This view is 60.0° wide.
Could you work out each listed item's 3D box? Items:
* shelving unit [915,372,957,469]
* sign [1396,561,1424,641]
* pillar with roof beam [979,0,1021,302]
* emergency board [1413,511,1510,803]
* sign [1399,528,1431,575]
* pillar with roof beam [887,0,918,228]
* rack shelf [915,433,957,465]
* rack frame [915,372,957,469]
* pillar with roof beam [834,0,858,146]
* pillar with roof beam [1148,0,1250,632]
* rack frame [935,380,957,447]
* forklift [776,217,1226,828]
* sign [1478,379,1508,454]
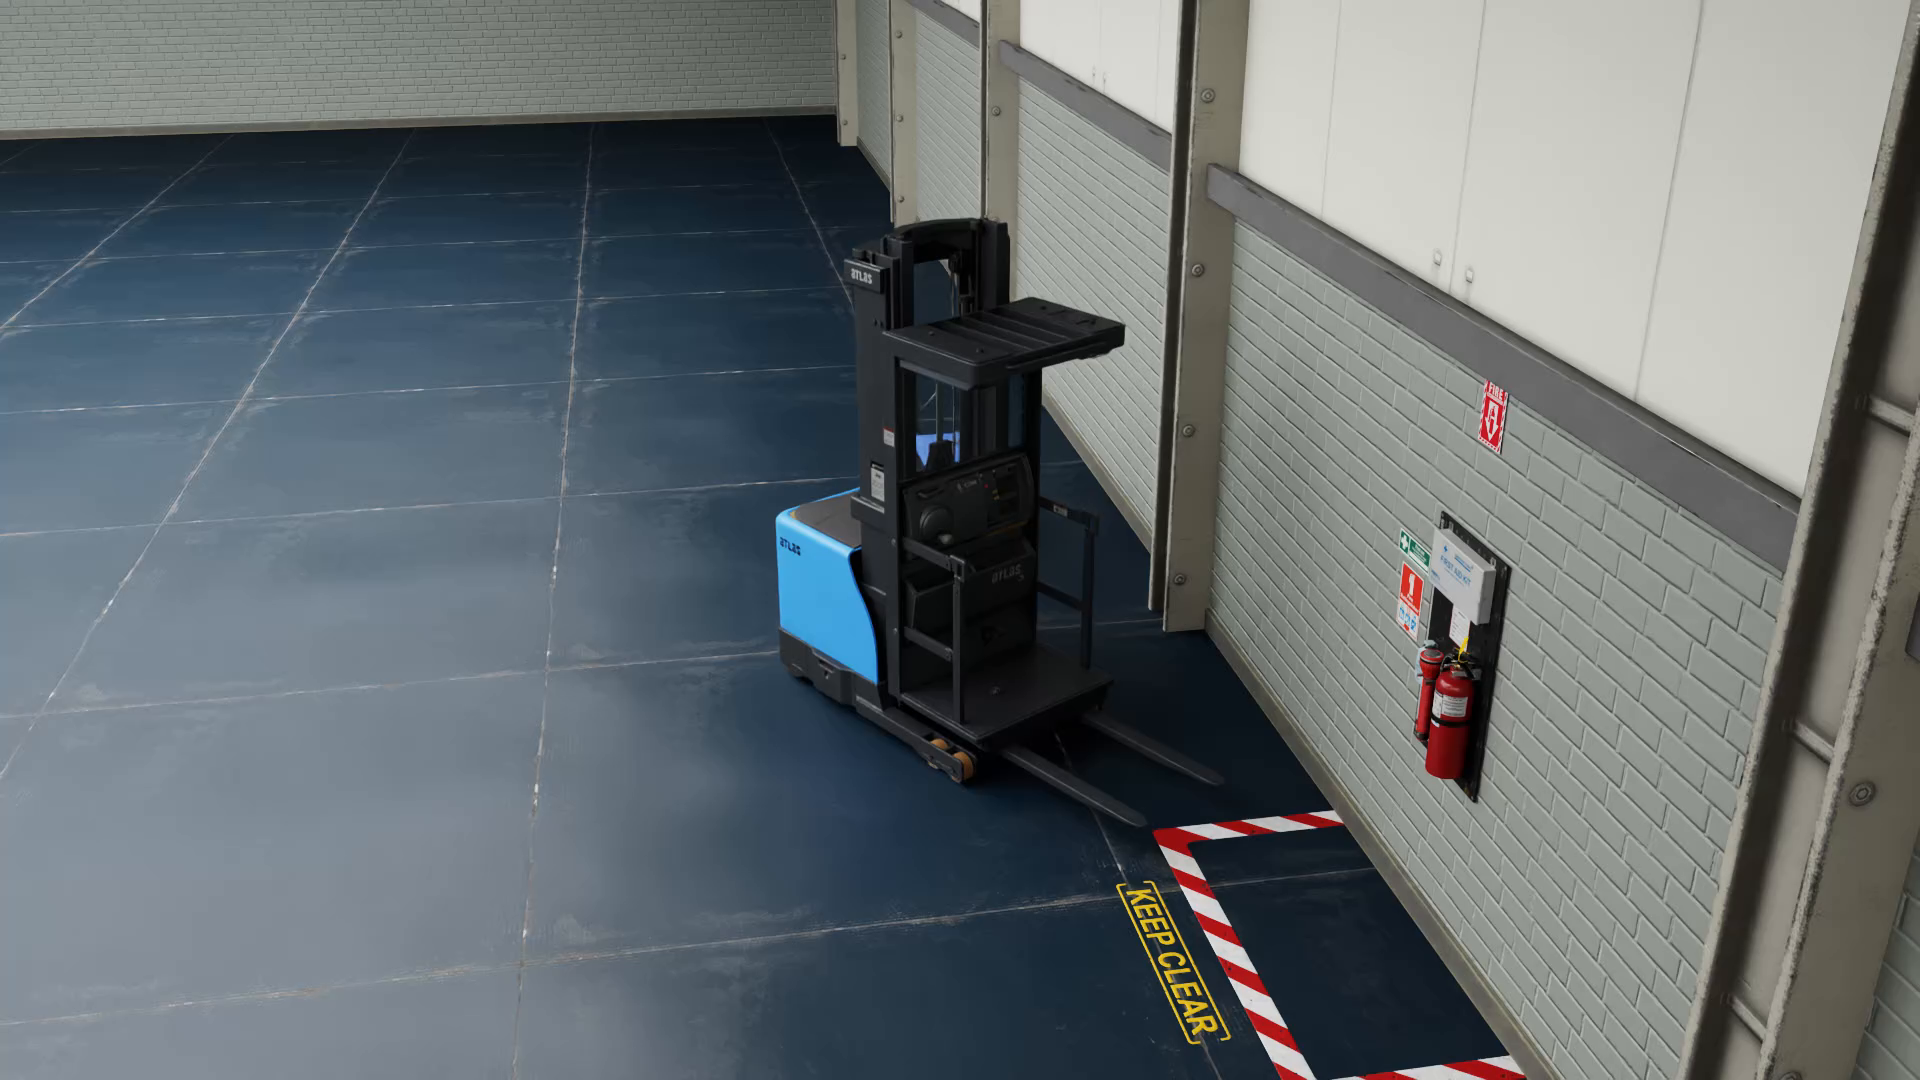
[{"bbox_3d":[-0.016,-0.721,12.269,0.538,1.500,1.048,-4,24,-10],"label":"shelving unit"},{"bbox_3d":[2.171,0.294,8.026,0.001,0.329,0.234,-4,24,-10],"label":"sign"},{"bbox_3d":[-3.858,-5.640,14.163,9.100,9.000,0.400,-4,24,-10],"label":"pillar with roof beam"},{"bbox_3d":[2.172,0.536,7.518,0.194,1.169,0.643,-4,24,-10],"label":"emergency board"},{"bbox_3d":[2.163,0.054,7.915,0.001,0.109,0.331,-4,24,-10],"label":"sign"},{"bbox_3d":[-4.968,-8.000,19.567,9.100,9.000,0.400,-4,24,-10],"label":"pillar with roof beam"},{"bbox_3d":[-0.016,-0.556,12.341,0.538,0.185,1.000,-4,24,-10],"label":"rack shelf"},{"bbox_3d":[-0.110,-0.921,12.727,0.500,1.500,0.032,-4,24,-10],"label":"rack frame"},{"bbox_3d":[-6.077,-10.360,24.970,9.100,9.000,0.400,-4,24,-10],"label":"pillar with roof beam"},{"bbox_3d":[-2.749,-3.280,8.759,9.100,9.000,0.400,-4,24,-10],"label":"pillar with roof beam"},{"bbox_3d":[0.078,-0.521,11.811,0.500,1.500,0.032,-4,24,-10],"label":"rack frame"},{"bbox_3d":[0.194,-0.208,9.306,1.130,2.935,3.031,-19,30,-37],"label":"forklift"},{"bbox_3d":[2.268,-0.537,7.078,0.001,0.298,0.199,-4,24,-10],"label":"sign"}]
